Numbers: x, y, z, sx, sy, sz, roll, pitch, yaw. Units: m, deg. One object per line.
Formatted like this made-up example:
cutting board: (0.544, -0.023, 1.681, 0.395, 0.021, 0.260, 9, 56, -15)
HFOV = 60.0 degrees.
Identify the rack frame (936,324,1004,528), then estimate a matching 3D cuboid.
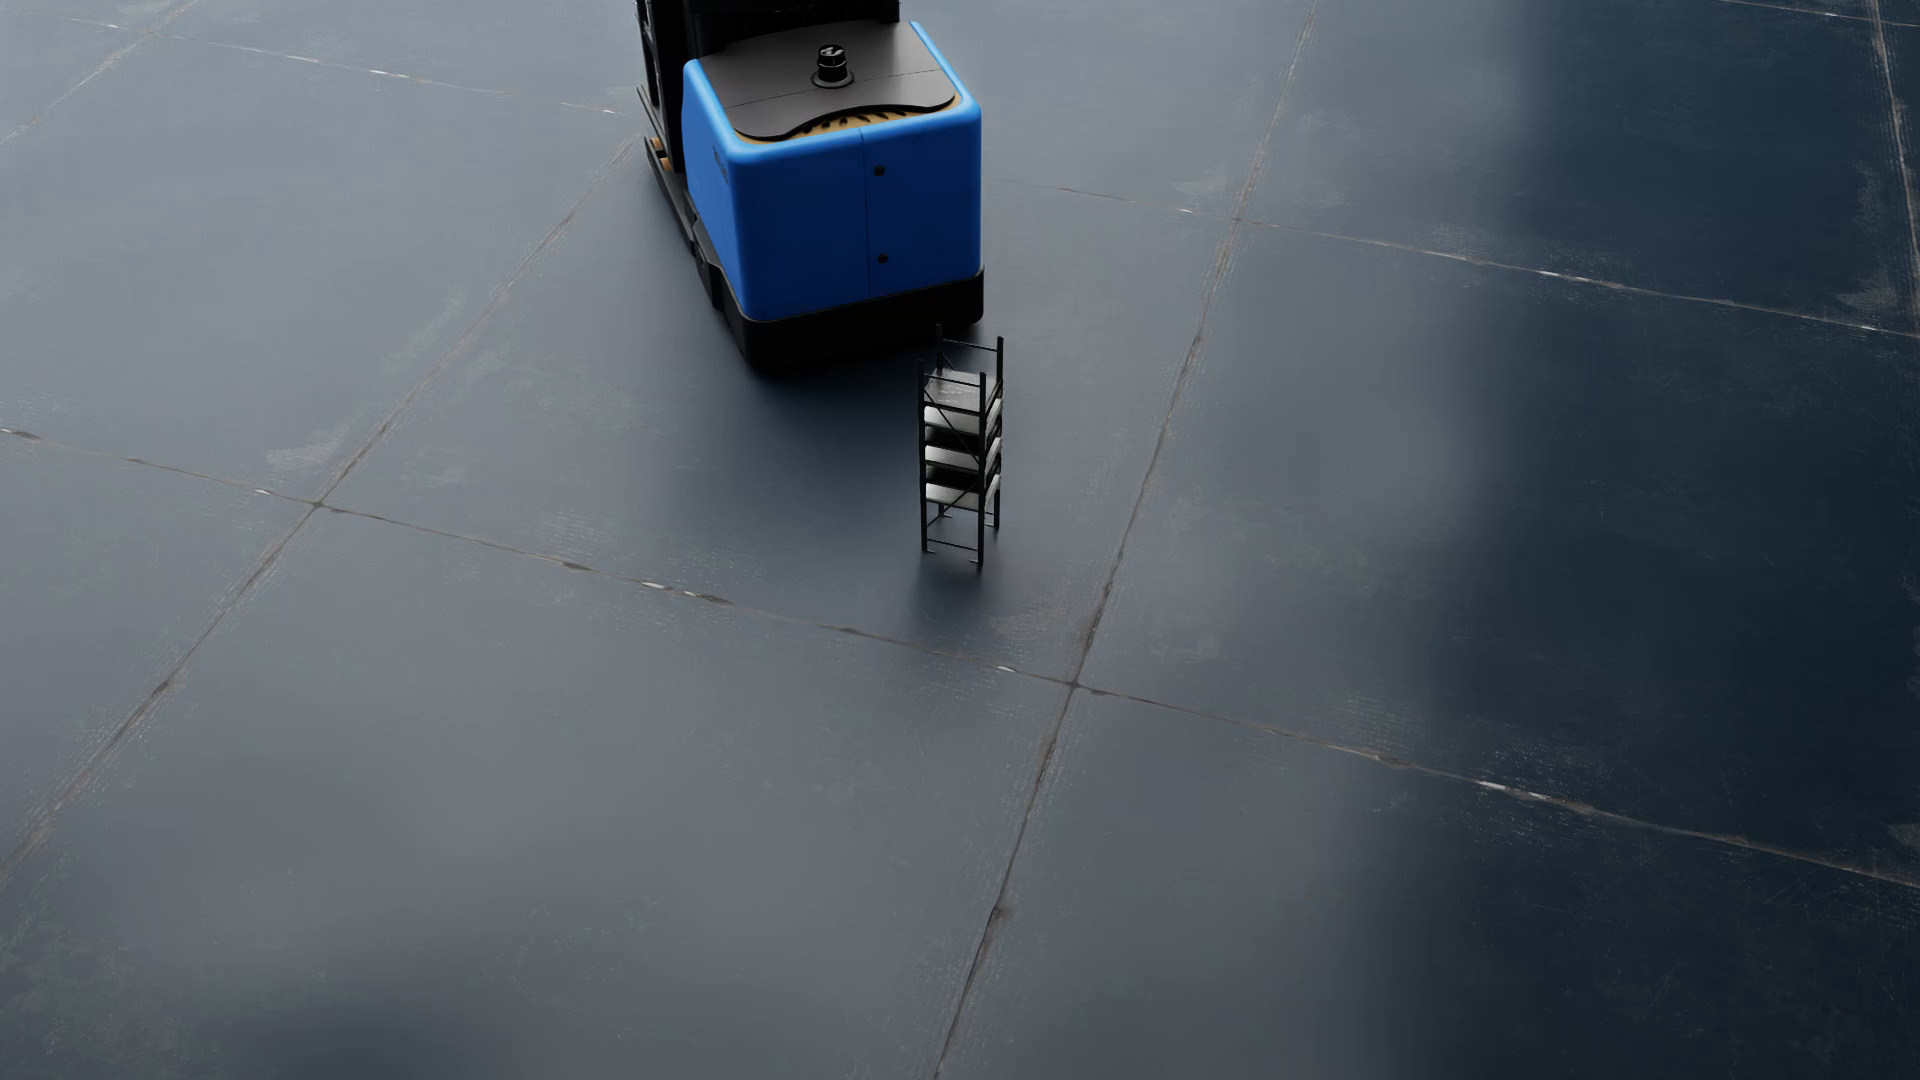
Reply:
rack frame: (0.033, -0.395, 6.010, 0.240, 0.900, 0.006, 13, 46, 12)

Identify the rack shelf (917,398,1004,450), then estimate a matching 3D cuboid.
rack shelf: (0.002, -0.432, 5.838, 0.258, 0.077, 0.200, 13, 46, 12)

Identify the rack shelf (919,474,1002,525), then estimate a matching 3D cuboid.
rack shelf: (0.002, -0.175, 6.090, 0.258, 0.077, 0.200, 13, 46, 12)

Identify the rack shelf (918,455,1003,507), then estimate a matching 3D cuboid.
rack shelf: (0.002, -0.239, 6.027, 0.258, 0.077, 0.200, 13, 46, 12)

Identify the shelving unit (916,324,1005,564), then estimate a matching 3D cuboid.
shelving unit: (0.002, -0.327, 5.941, 0.258, 0.900, 0.210, 13, 46, 12)

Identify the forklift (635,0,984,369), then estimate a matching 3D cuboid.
forklift: (-0.882, -2.799, 7.015, 1.130, 2.935, 3.031, -14, 46, -14)

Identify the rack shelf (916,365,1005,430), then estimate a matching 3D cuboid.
rack shelf: (0.002, -0.496, 5.775, 0.258, 0.077, 0.200, 13, 46, 12)

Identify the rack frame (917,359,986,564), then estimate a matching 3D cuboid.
rack frame: (-0.028, -0.259, 5.872, 0.240, 0.900, 0.006, 13, 46, 12)

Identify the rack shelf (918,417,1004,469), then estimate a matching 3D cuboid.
rack shelf: (0.002, -0.368, 5.901, 0.258, 0.077, 0.200, 13, 46, 12)

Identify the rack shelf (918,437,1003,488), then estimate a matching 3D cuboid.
rack shelf: (0.002, -0.303, 5.964, 0.258, 0.077, 0.200, 13, 46, 12)
